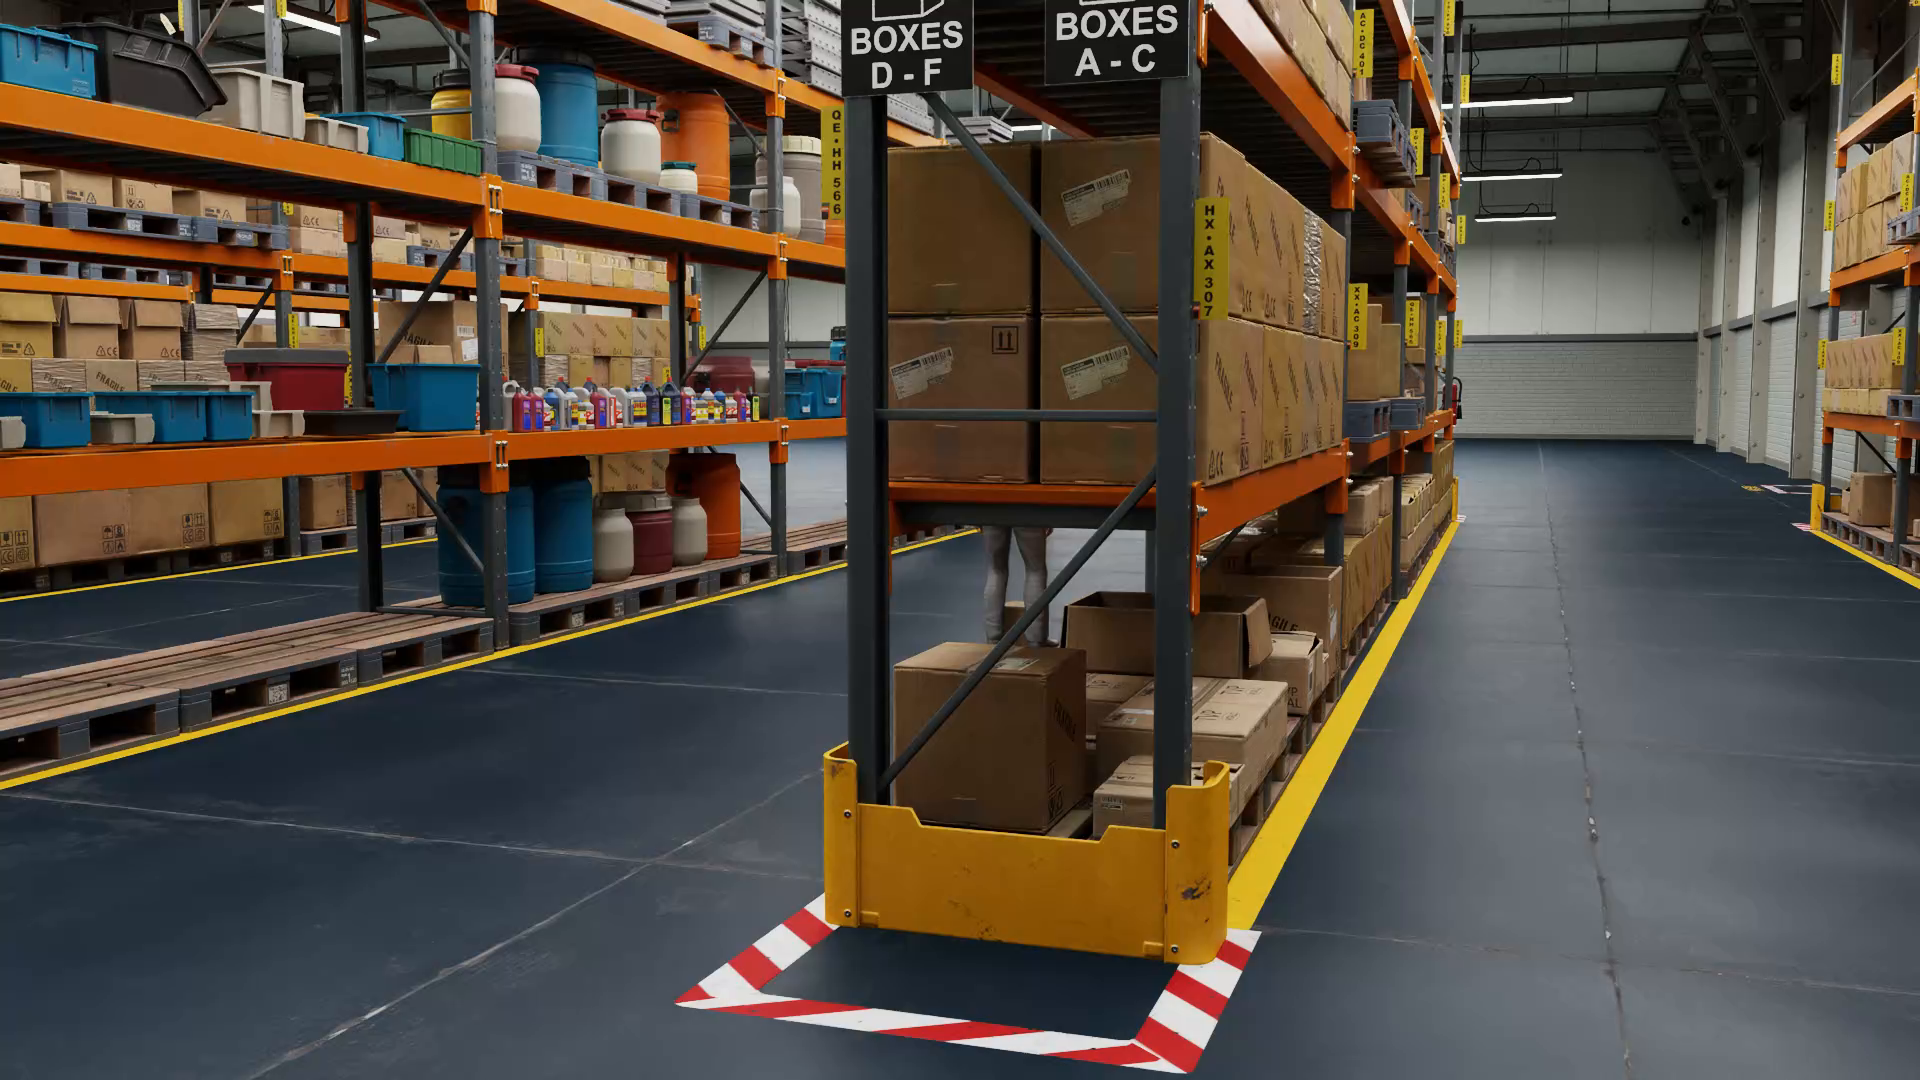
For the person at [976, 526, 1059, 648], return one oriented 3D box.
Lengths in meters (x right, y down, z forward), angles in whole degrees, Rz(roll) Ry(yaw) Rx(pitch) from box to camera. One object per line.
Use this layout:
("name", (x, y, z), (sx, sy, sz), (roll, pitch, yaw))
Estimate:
("person", (0.332, -0.159, 9.969), (0.512, 1.657, 0.399), (2, 6, 18))
